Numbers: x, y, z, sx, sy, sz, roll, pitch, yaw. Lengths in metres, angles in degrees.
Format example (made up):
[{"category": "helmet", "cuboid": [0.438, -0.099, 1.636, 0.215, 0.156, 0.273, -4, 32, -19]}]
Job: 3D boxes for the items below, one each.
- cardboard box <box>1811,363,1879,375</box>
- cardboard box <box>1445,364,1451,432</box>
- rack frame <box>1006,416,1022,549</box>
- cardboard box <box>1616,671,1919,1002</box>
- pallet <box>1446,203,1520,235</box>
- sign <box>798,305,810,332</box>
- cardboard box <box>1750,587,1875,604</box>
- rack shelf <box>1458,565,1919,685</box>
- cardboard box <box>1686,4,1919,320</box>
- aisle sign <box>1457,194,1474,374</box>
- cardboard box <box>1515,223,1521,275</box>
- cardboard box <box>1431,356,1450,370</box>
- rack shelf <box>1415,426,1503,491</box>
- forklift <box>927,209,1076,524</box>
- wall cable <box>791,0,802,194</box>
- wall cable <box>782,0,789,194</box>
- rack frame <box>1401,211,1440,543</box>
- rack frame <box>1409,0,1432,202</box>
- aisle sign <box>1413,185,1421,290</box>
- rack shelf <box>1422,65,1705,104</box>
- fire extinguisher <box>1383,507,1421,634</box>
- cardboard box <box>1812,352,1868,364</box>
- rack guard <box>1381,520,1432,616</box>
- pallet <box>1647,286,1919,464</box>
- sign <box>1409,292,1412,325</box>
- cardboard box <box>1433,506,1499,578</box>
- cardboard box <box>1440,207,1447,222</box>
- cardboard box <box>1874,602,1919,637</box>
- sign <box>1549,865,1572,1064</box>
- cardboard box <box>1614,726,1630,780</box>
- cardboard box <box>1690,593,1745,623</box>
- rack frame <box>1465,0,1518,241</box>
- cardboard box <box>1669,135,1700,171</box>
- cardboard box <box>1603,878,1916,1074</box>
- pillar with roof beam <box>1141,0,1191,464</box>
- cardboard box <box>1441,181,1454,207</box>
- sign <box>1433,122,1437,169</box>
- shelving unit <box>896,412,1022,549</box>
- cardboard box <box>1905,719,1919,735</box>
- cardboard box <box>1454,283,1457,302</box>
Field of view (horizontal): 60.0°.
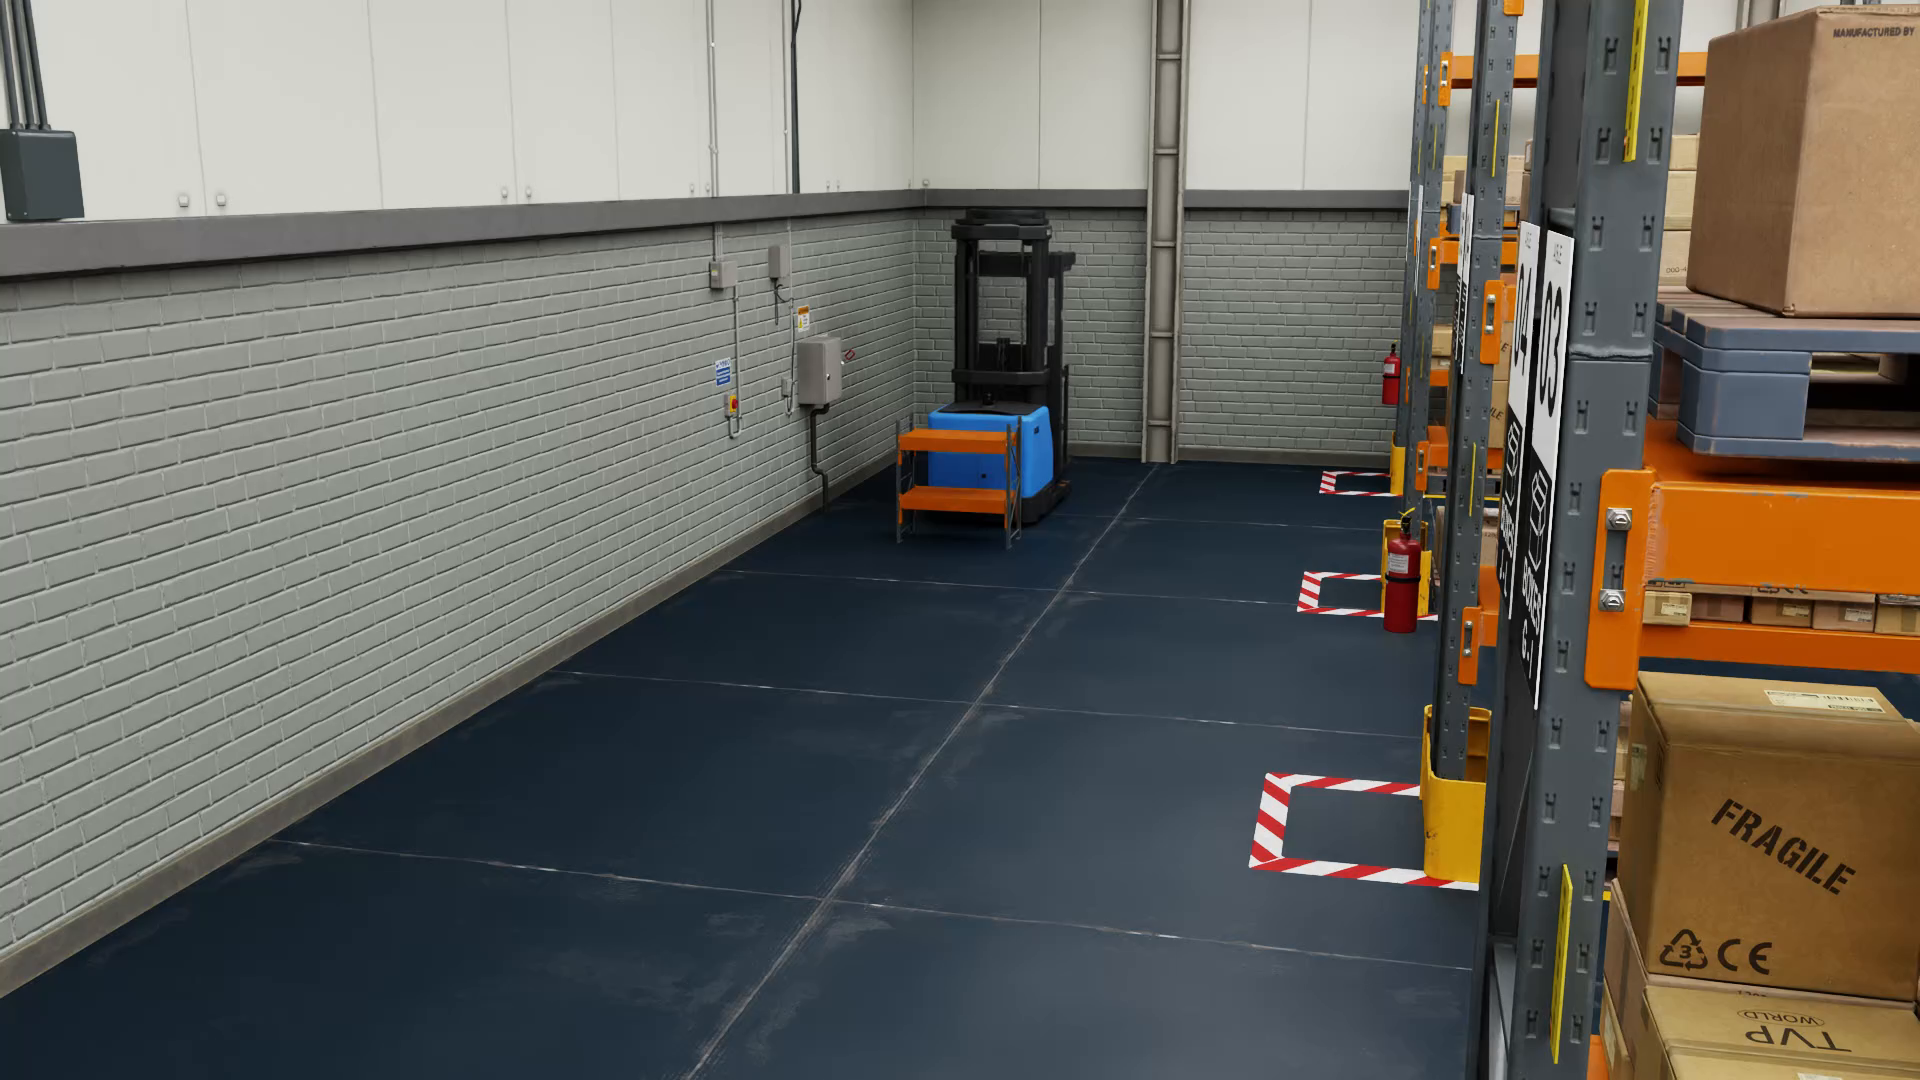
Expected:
[{"category": "cardboard box", "cuboid": [3.818, -0.512, 7.392, 0.500, 0.500, 0.500, 3, 13, 12]}, {"category": "cardboard box", "cuboid": [4.074, -1.092, 12.998, 0.500, 0.500, 0.500, 3, 13, 14]}, {"category": "rack frame", "cuboid": [0.487, -0.523, 14.995, 0.032, 1.125, 0.500, 3, 13, 14]}, {"category": "cardboard box", "cuboid": [1.704, 0.604, 3.515, 0.500, 0.500, 0.500, 3, 13, 14]}, {"category": "pallet", "cuboid": [4.265, -2.397, 12.391, 1.213, 0.211, 1.003, 3, 13, 14]}, {"category": "sign", "cuboid": [-1.507, -2.136, 16.031, 0.001, 0.242, 0.339, 3, 13, 14]}, {"category": "cardboard box", "cuboid": [3.822, -0.028, 7.517, 0.500, 0.500, 0.500, 3, 13, 14]}, {"category": "rack shelf", "cuboid": [4.396, 0.489, 7.765, 4.000, 0.370, 1.077, 3, 13, 14]}, {"category": "cardboard box", "cuboid": [1.686, -0.679, 3.015, 0.500, 0.500, 0.700, 2, 13, 10]}, {"category": "aisle sign", "cuboid": [2.312, -1.176, 7.606, 0.004, 0.787, 0.394, 3, 13, 14]}, {"category": "cardboard box", "cuboid": [2.959, -1.389, 7.991, 0.500, 0.250, 0.500, 3, 13, 12]}, {"category": "cardboard box", "cuboid": [4.981, -1.859, 17.266, 0.250, 0.149, 0.380, 3, 13, 13]}, {"category": "rack shelf", "cuboid": [5.484, -0.557, 12.480, 4.000, 0.370, 1.077, 3, 13, 14]}, {"category": "forklift", "cuboid": [0.544, -1.861, 16.853, 1.130, 2.935, 3.031, 3, 13, 14]}, {"category": "wall cable", "cuboid": [-1.161, -4.937, 16.624, 0.133, 3.039, 2.988, 3, 13, 14]}, {"category": "wall cable", "cuboid": [-1.865, -4.335, 13.996, 0.029, 3.000, 2.355, 3, 13, 14]}, {"category": "rack frame", "cuboid": [3.542, -1.012, 12.870, 0.127, 3.000, 1.000, 3, 13, 14]}, {"category": "rack frame", "cuboid": [4.728, -4.985, 16.926, 0.127, 3.000, 1.000, 3, 13, 14]}, {"category": "aisle sign", "cuboid": [3.547, -2.350, 12.899, 0.004, 0.787, 0.394, 3, 13, 14]}, {"category": "rack shelf", "cuboid": [6.670, -4.528, 16.537, 4.000, 0.370, 1.077, 3, 13, 14]}, {"category": "fire extinguisher", "cuboid": [2.320, 0.144, 8.700, 0.183, 0.674, 0.296, 3, 13, 14]}, {"category": "cardboard box", "cuboid": [3.957, -0.625, 7.901, 0.500, 0.500, 0.500, 4, 13, 16]}, {"category": "rack guard", "cuboid": [3.519, 0.207, 13.147, 0.348, 0.500, 1.175, 3, 13, 14]}, {"category": "pallet", "cuboid": [1.891, -0.313, 2.998, 1.213, 0.211, 1.003, 3, 13, 14]}, {"category": "sign", "cuboid": [4.598, -2.365, 16.968, 0.005, 0.325, 0.100, 3, 13, 14]}, {"category": "cardboard box", "cuboid": [4.207, 0.047, 13.043, 0.875, 0.438, 0.875, 3, 13, 12]}, {"category": "cardboard box", "cuboid": [4.982, -3.332, 16.983, 0.250, 0.149, 0.380, 3, 13, 15]}, {"category": "cardboard box", "cuboid": [4.217, 0.313, 7.479, 0.250, 0.149, 0.380, 4, 13, 16]}, {"category": "sign", "cuboid": [1.029, 0.727, 2.850, 0.005, 0.325, 0.100, 3, 13, 14]}, {"category": "cardboard box", "cuboid": [3.178, 1.018, 7.959, 0.250, 0.149, 0.380, 3, 13, 15]}, {"category": "cardboard box", "cuboid": [3.480, 0.257, 7.731, 0.250, 0.149, 0.380, 4, 13, 16]}, {"category": "rack frame", "cuboid": [2.454, -2.895, 7.505, 0.127, 3.000, 1.000, 3, 13, 14]}, {"category": "cardboard box", "cuboid": [3.203, -1.685, 7.248, 0.250, 0.149, 0.380, 3, 13, 13]}, {"category": "cardboard box", "cuboid": [1.702, 0.969, 3.600, 0.500, 0.250, 0.500, 3, 13, 13]}, {"category": "pillar with roof beam", "cuboid": [1.295, -4.409, 14.331, 0.400, 9.000, 9.100, 3, 13, 14]}, {"category": "cardboard box", "cuboid": [5.093, -3.512, 16.872, 0.500, 0.250, 0.500, 3, 13, 13]}, {"category": "sign", "cuboid": [3.403, -2.825, 11.918, 0.005, 0.325, 0.100, 3, 13, 14]}, {"category": "shelving unit", "cuboid": [-0.007, -0.549, 15.113, 1.048, 1.125, 0.538, 3, 13, 14]}, {"category": "cardboard box", "cuboid": [4.542, 0.990, 8.085, 0.250, 0.149, 0.380, 3, 13, 14]}, {"category": "cardboard box", "cuboid": [3.939, -1.889, 12.787, 0.250, 0.149, 0.380, 3, 13, 14]}]
